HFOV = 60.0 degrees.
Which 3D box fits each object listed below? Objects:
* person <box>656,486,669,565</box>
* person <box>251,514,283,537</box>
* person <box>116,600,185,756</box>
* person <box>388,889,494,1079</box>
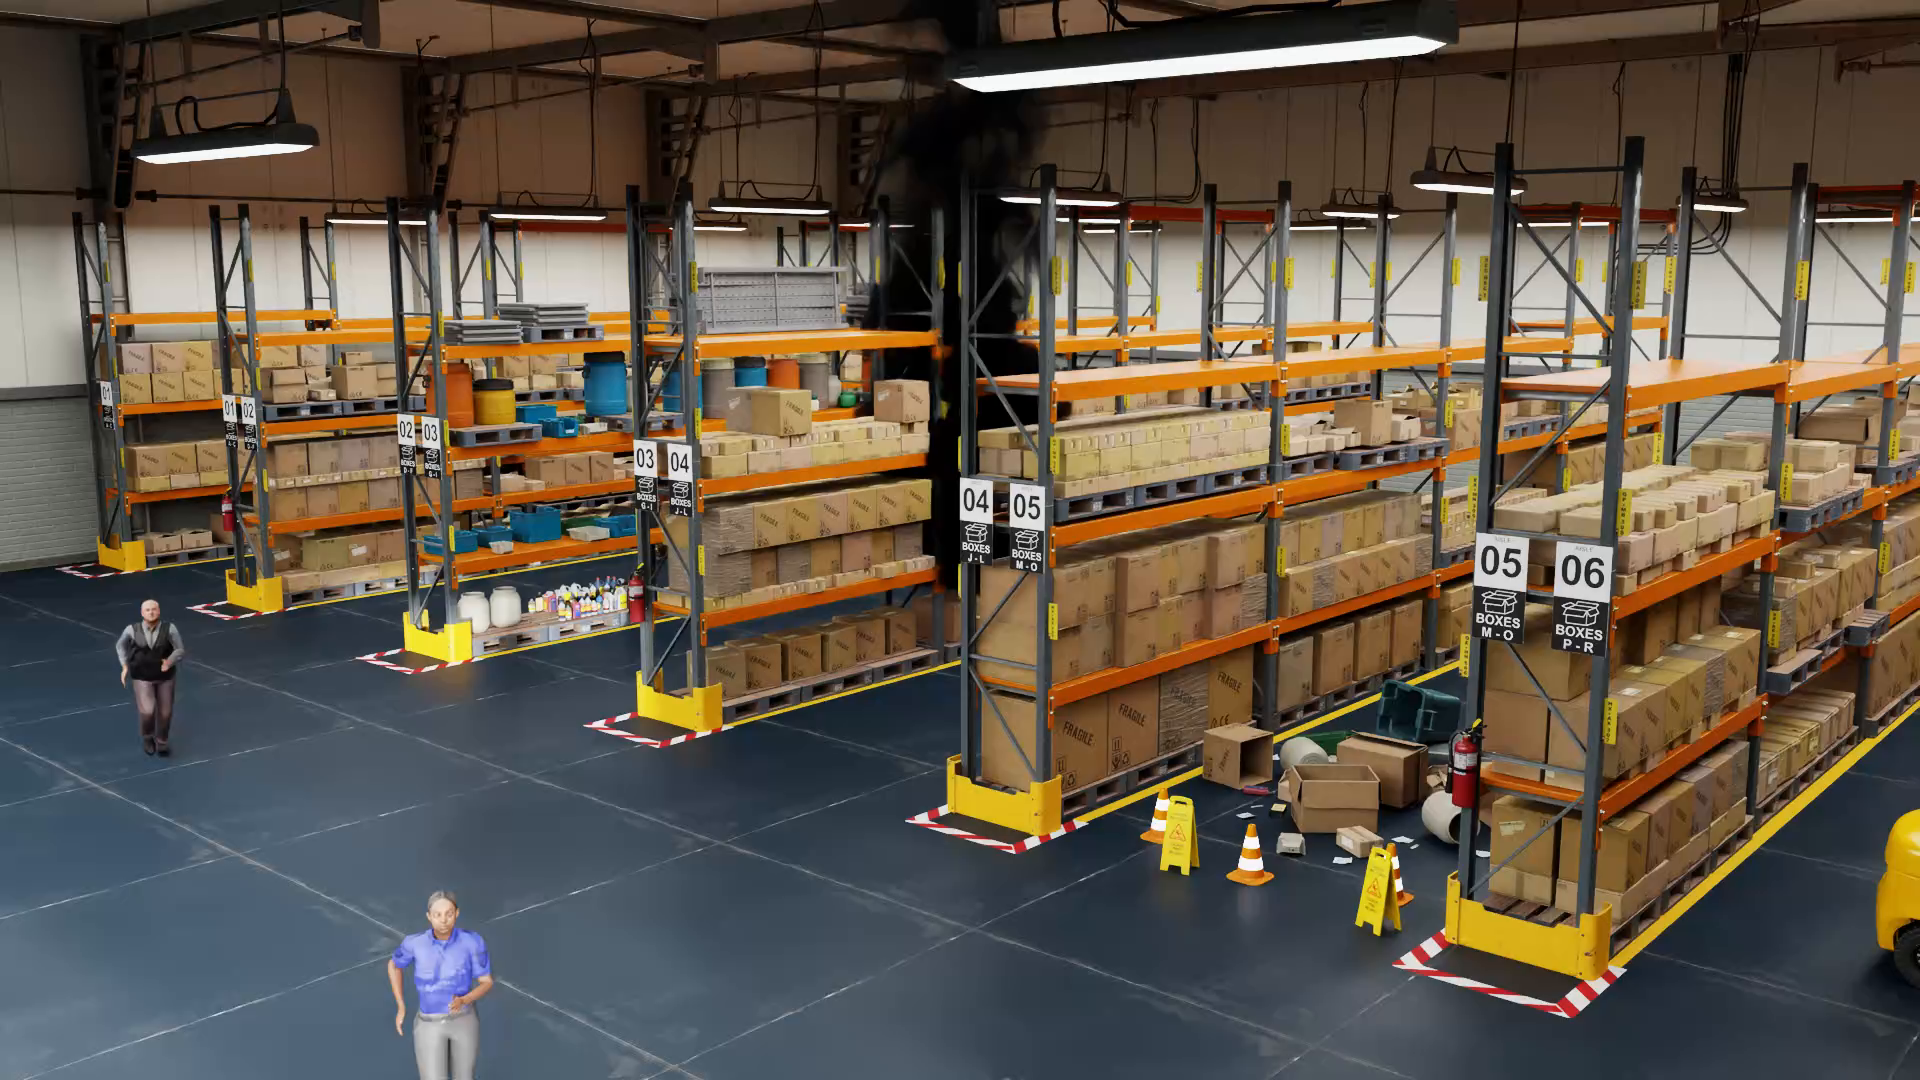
[{"bbox_3d":[-4.747,-0.485,27.126,0.719,1.788,0.895,7,12,37],"label":"person"},{"bbox_3d":[-11.223,-0.106,27.145,0.503,1.618,0.710,6,11,31],"label":"person"},{"bbox_3d":[-8.430,1.453,17.384,0.630,1.677,0.733,-6,11,-30],"label":"person"},{"bbox_3d":[-2.924,2.816,9.452,0.541,1.700,0.712,-4,10,-24],"label":"person"}]
